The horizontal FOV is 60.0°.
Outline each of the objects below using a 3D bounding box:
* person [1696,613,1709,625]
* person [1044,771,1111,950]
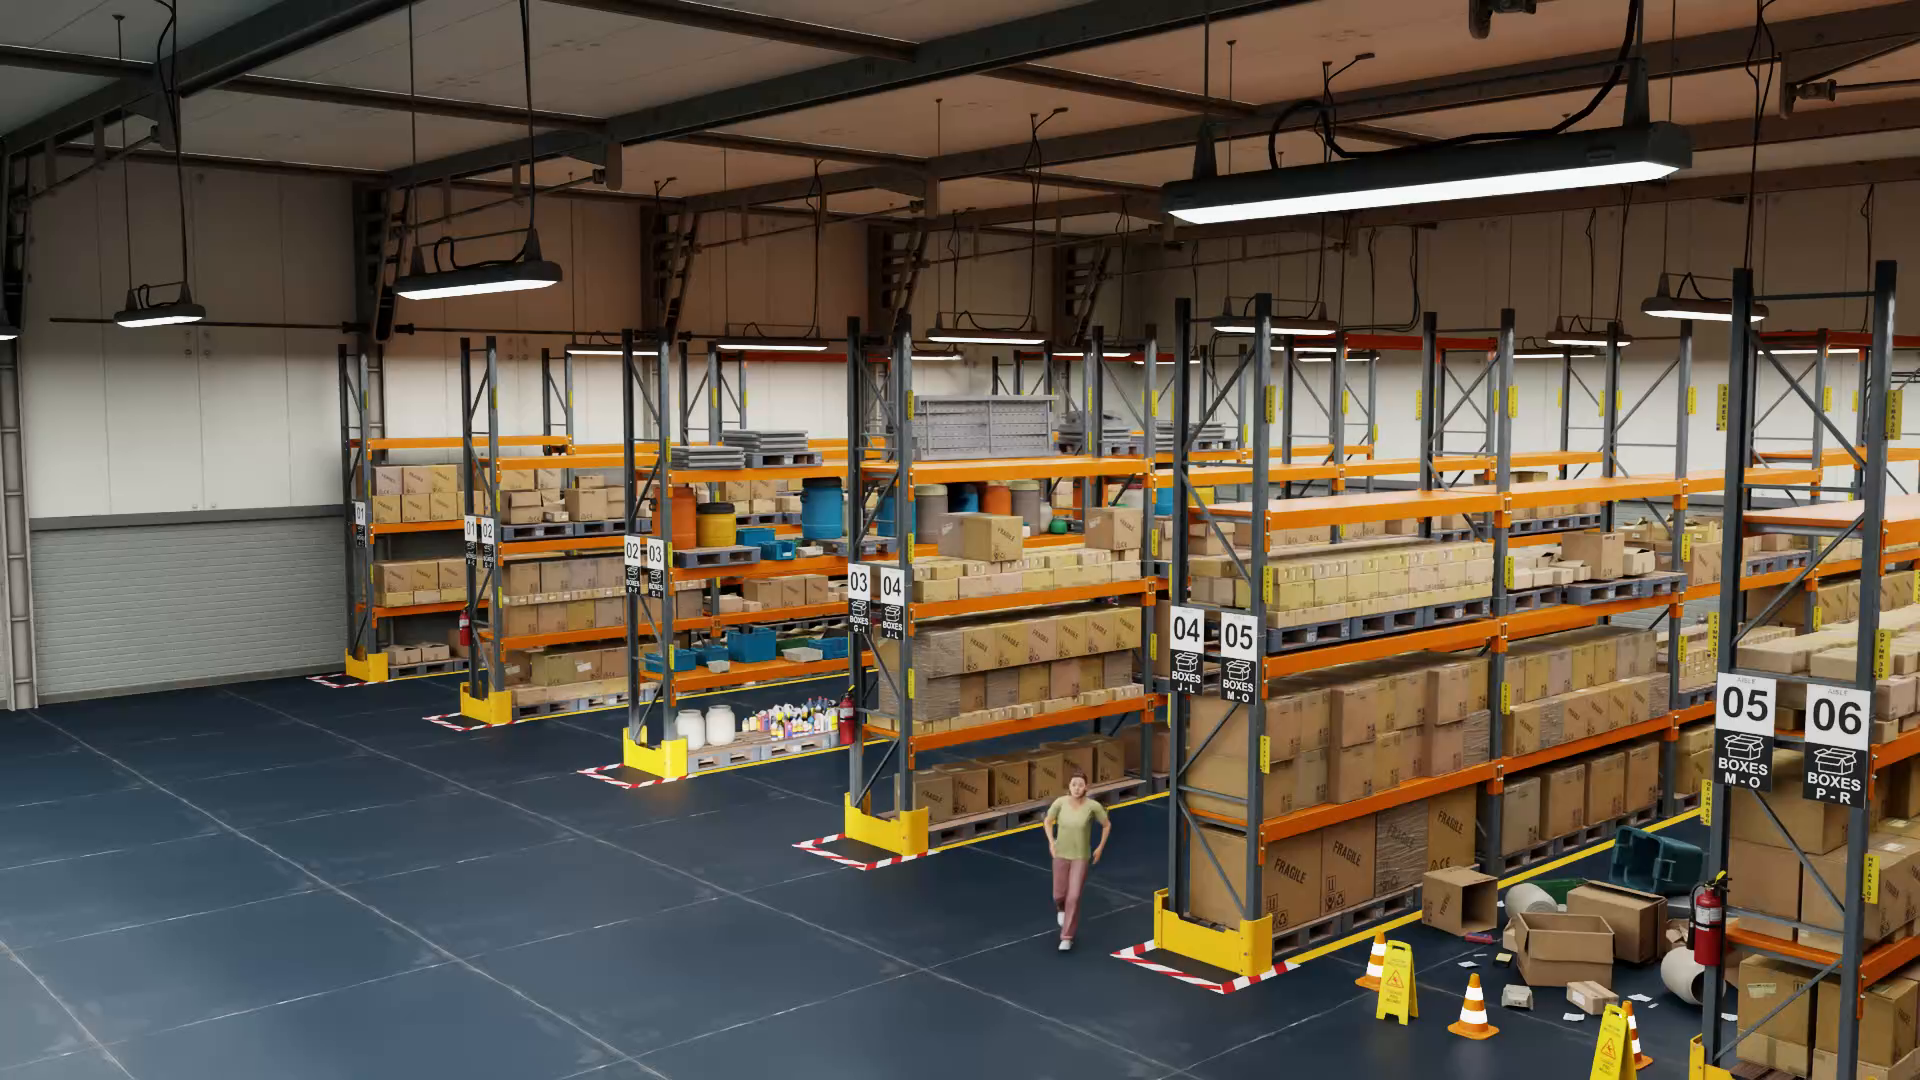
[{"bbox_3d":[11.566,2.001,25.709,0.677,1.772,0.685,-3,6,-33],"label":"person"},{"bbox_3d":[1.100,2.955,15.589,0.630,1.649,0.722,1,5,11],"label":"person"}]
